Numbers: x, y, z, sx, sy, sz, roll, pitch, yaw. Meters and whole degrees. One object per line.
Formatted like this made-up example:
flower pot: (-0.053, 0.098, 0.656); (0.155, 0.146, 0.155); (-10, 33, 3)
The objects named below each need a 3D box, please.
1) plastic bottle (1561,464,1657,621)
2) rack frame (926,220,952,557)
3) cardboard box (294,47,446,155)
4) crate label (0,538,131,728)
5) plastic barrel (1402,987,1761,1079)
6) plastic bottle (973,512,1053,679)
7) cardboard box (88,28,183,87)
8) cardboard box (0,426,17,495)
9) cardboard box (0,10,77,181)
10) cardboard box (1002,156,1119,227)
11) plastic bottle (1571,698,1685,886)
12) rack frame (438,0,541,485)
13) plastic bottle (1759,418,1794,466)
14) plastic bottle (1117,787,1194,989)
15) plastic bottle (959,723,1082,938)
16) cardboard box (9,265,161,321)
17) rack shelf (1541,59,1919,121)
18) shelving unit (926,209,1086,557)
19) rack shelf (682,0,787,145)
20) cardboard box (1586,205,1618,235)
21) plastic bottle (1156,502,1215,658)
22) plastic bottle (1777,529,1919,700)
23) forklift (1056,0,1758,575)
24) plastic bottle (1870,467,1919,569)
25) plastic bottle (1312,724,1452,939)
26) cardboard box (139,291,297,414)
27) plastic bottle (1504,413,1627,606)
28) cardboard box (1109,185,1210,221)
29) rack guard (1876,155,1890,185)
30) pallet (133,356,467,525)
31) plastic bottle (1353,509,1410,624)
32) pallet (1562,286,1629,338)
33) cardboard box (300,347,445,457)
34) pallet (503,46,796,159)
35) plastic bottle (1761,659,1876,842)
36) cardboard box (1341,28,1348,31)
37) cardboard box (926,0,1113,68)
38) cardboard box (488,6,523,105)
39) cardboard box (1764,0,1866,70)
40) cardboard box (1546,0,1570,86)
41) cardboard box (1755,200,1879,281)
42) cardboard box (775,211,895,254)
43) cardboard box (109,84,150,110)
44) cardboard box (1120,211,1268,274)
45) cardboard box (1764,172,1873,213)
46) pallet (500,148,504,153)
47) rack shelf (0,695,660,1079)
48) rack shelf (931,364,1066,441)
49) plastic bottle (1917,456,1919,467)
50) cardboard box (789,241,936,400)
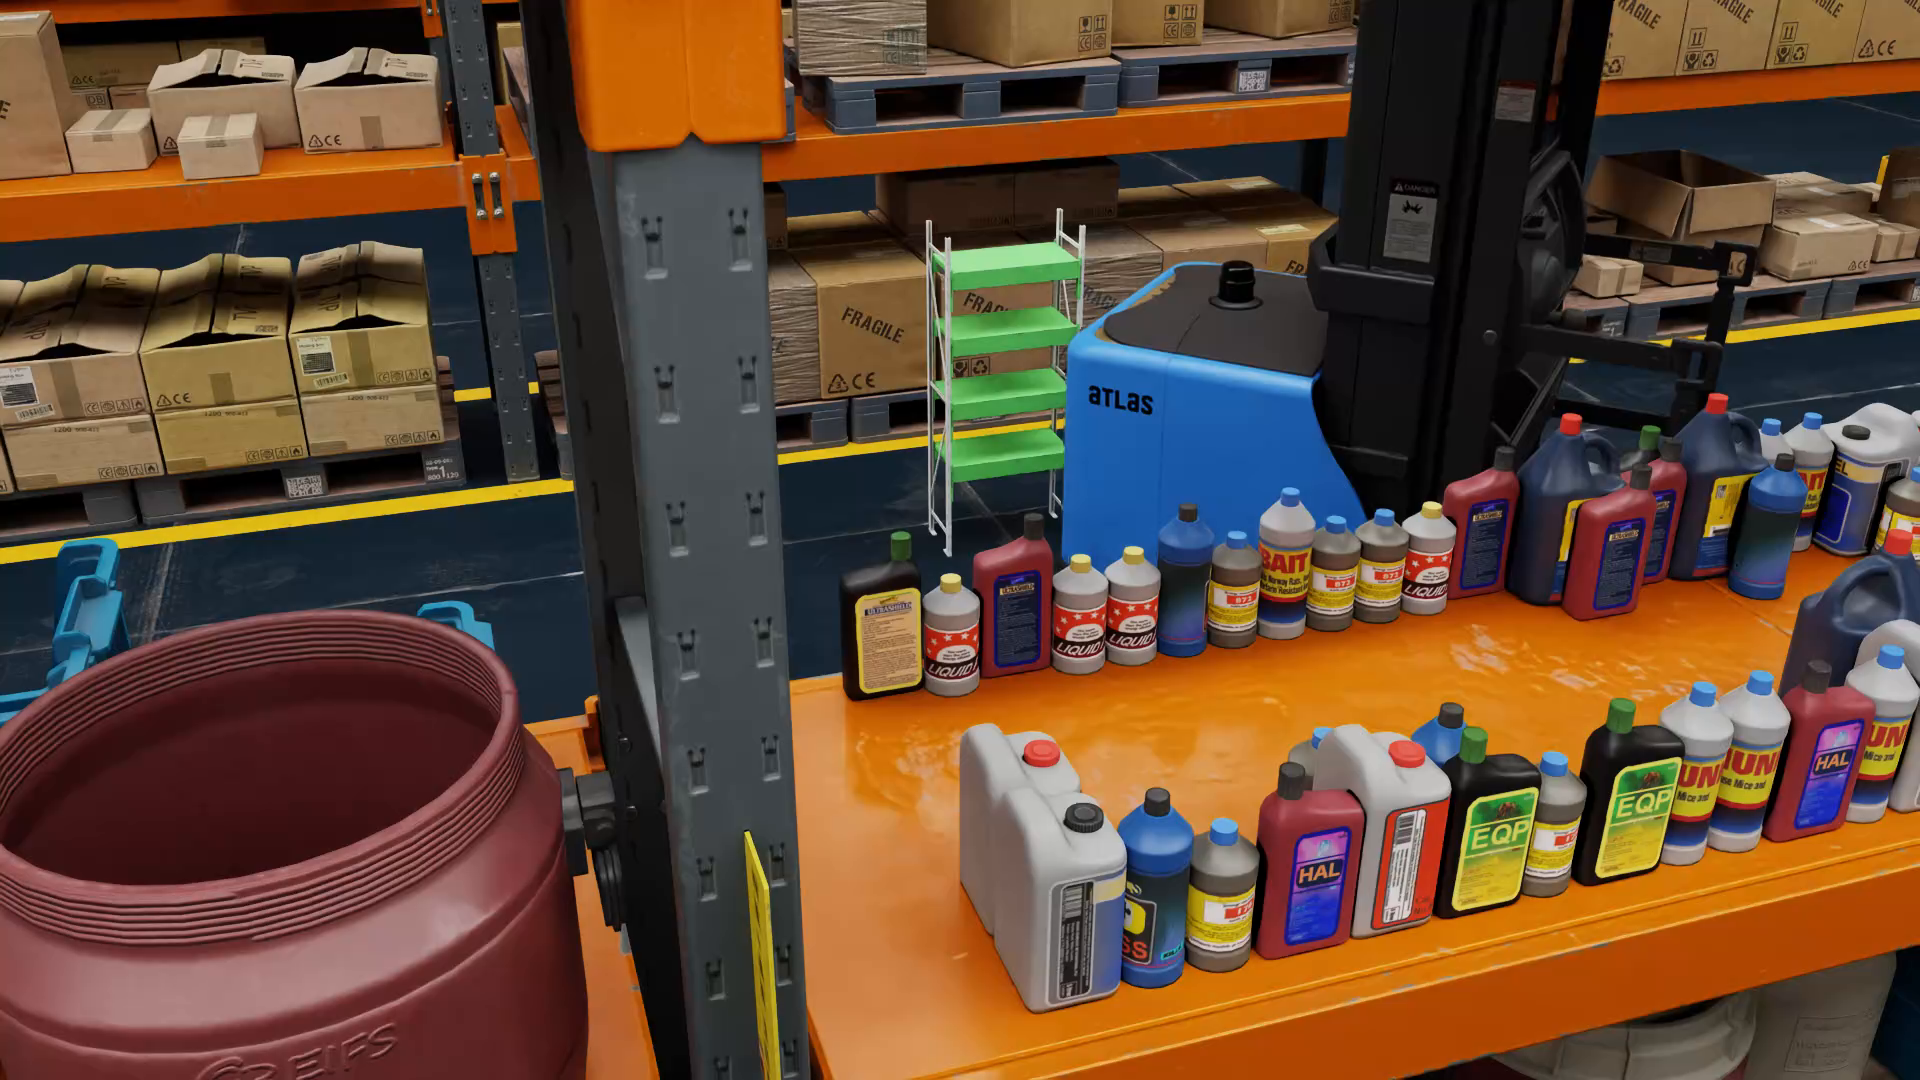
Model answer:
plastic bottle: (1.177, 0.003, 3.002); (0.133, 0.283, 0.061); (-8, 28, -16)
rack frame: (-0.075, -0.527, 5.961); (0.015, 1.200, 0.240); (-8, 28, -16)
cardboard box: (-2.273, -1.715, 6.431); (0.500, 0.311, 0.500); (-7, 27, -13)
crate label: (-1.412, 0.315, 2.202); (0.616, 0.435, 0.502); (-8, 28, -16)
plastic barrel: (1.151, 0.970, 3.161); (0.708, 0.588, 0.600); (-8, 28, -16)
plastic bottle: (0.089, 0.093, 2.821); (0.133, 0.283, 0.061); (-8, 28, -16)
cardboard box: (-5.168, -3.047, 10.488); (0.500, 0.250, 0.500); (-8, 28, -16)
cardboard box: (-3.794, -0.355, 6.211); (0.500, 0.250, 0.500); (-8, 27, -15)
cardboard box: (-3.504, -1.593, 5.973); (0.500, 0.500, 0.500); (-10, 28, -19)
cardboard box: (0.404, -1.649, 7.672); (0.500, 0.250, 0.500); (-8, 28, -16)
plastic bottle: (0.929, 0.343, 2.316); (0.133, 0.283, 0.061); (-8, 28, -16)
rack frame: (-1.913, -1.786, 6.475); (0.127, 3.000, 1.000); (-8, 28, -16)
plastic bottle: (1.550, -0.105, 3.232); (0.097, 0.271, 0.097); (0, 26, 0)
plastic bottle: (0.247, 0.439, 2.137); (0.097, 0.271, 0.097); (0, 26, 0)
plastic bottle: (0.081, 0.377, 2.257); (0.135, 0.276, 0.152); (-8, 28, -16)
cardboard box: (-3.485, -0.901, 6.681); (0.500, 0.311, 0.500); (-9, 28, -17)
rack shelf: (3.792, -2.290, 8.299); (4.000, 0.370, 1.077); (-8, 28, -16)
shelving unit: (0.157, -0.560, 6.029); (0.503, 1.200, 0.258); (-8, 28, -16)
rack shelf: (1.519, -0.988, 2.303); (4.000, 0.370, 1.077); (-8, 28, -16)
cardboard box: (3.057, -1.631, 8.692); (0.500, 0.311, 0.500); (-8, 28, -16)
plastic bottle: (0.389, 0.063, 2.894); (0.097, 0.271, 0.097); (0, 26, 0)
plastic bottle: (1.425, 0.151, 2.629); (0.185, 0.351, 0.144); (-8, 28, -16)
forklift: (1.862, -0.847, 4.659); (3.031, 2.935, 1.130); (13, 29, 25)
plastic bottle: (1.818, -0.041, 3.183); (0.097, 0.201, 0.097); (0, 26, 0)
plastic bottle: (0.568, 0.378, 2.256); (0.135, 0.276, 0.152); (-8, 28, -16)
cardboard box: (-2.827, -0.743, 6.363); (0.500, 0.311, 0.500); (-9, 28, -17)
plastic bottle: (1.120, -0.067, 3.067); (0.185, 0.351, 0.144); (-8, 28, -16)
cardboard box: (0.851, -1.373, 7.958); (0.500, 0.500, 0.500); (-8, 27, -15)
rack guard: (5.621, -1.758, 9.229); (0.348, 0.500, 1.175); (-8, 28, -16)
pallet: (-2.708, -0.440, 6.900); (1.213, 0.211, 1.003); (-8, 28, -16)
plastic bottle: (0.760, 0.041, 3.017); (0.097, 0.201, 0.097); (0, 26, 0)
pallet: (2.543, -1.182, 8.394); (1.213, 0.211, 1.003); (-8, 28, -16)
cardboard box: (-2.338, -0.567, 6.639); (0.500, 0.250, 0.500); (-8, 27, -15)
pallet: (-1.291, -1.823, 6.765); (1.003, 0.211, 1.213); (-8, 28, -16)
plastic bottle: (1.241, 0.298, 2.407); (0.133, 0.283, 0.061); (-8, 28, -16)
cardboard box: (2.567, -3.773, 12.816); (0.500, 0.500, 0.700); (-9, 28, -18)
cardboard box: (0.229, -2.301, 6.926); (0.500, 0.500, 0.700); (-16, 31, -29)
cardboard box: (-2.711, -3.151, 11.170); (0.750, 0.750, 0.750); (-9, 28, -17)
cardboard box: (3.904, -2.547, 7.895); (0.500, 0.500, 0.500); (-9, 28, -17)
cardboard box: (2.459, -2.337, 7.471); (0.500, 0.500, 0.500); (-8, 27, -15)
cardboard box: (4.340, -1.556, 8.609); (0.500, 0.250, 0.500); (-8, 28, -16)
cardboard box: (-0.605, -1.163, 7.535); (0.500, 0.500, 0.500); (-9, 28, -18)
cardboard box: (-5.109, -2.734, 10.701); (0.500, 0.500, 0.700); (-8, 28, -16)
cardboard box: (1.037, -1.161, 7.531); (0.500, 0.500, 0.500); (-8, 28, -16)
cardboard box: (4.613, -1.830, 9.159); (0.500, 0.250, 0.500); (-8, 28, -16)
pallet: (-2.678, -2.708, 11.467); (1.213, 0.211, 1.003); (-8, 28, -16)
rack shelf: (-2.285, 0.906, 1.860); (4.000, 0.370, 1.077); (-8, 28, -16)
rack shelf: (0.157, -0.503, 6.058); (0.480, 0.148, 0.258); (-8, 28, -16)
plastic bottle: (1.863, -0.119, 3.339); (0.097, 0.201, 0.097); (0, 26, 0)
cardboard box: (-0.418, -0.947, 7.101); (0.500, 0.500, 0.500); (-9, 28, -17)
